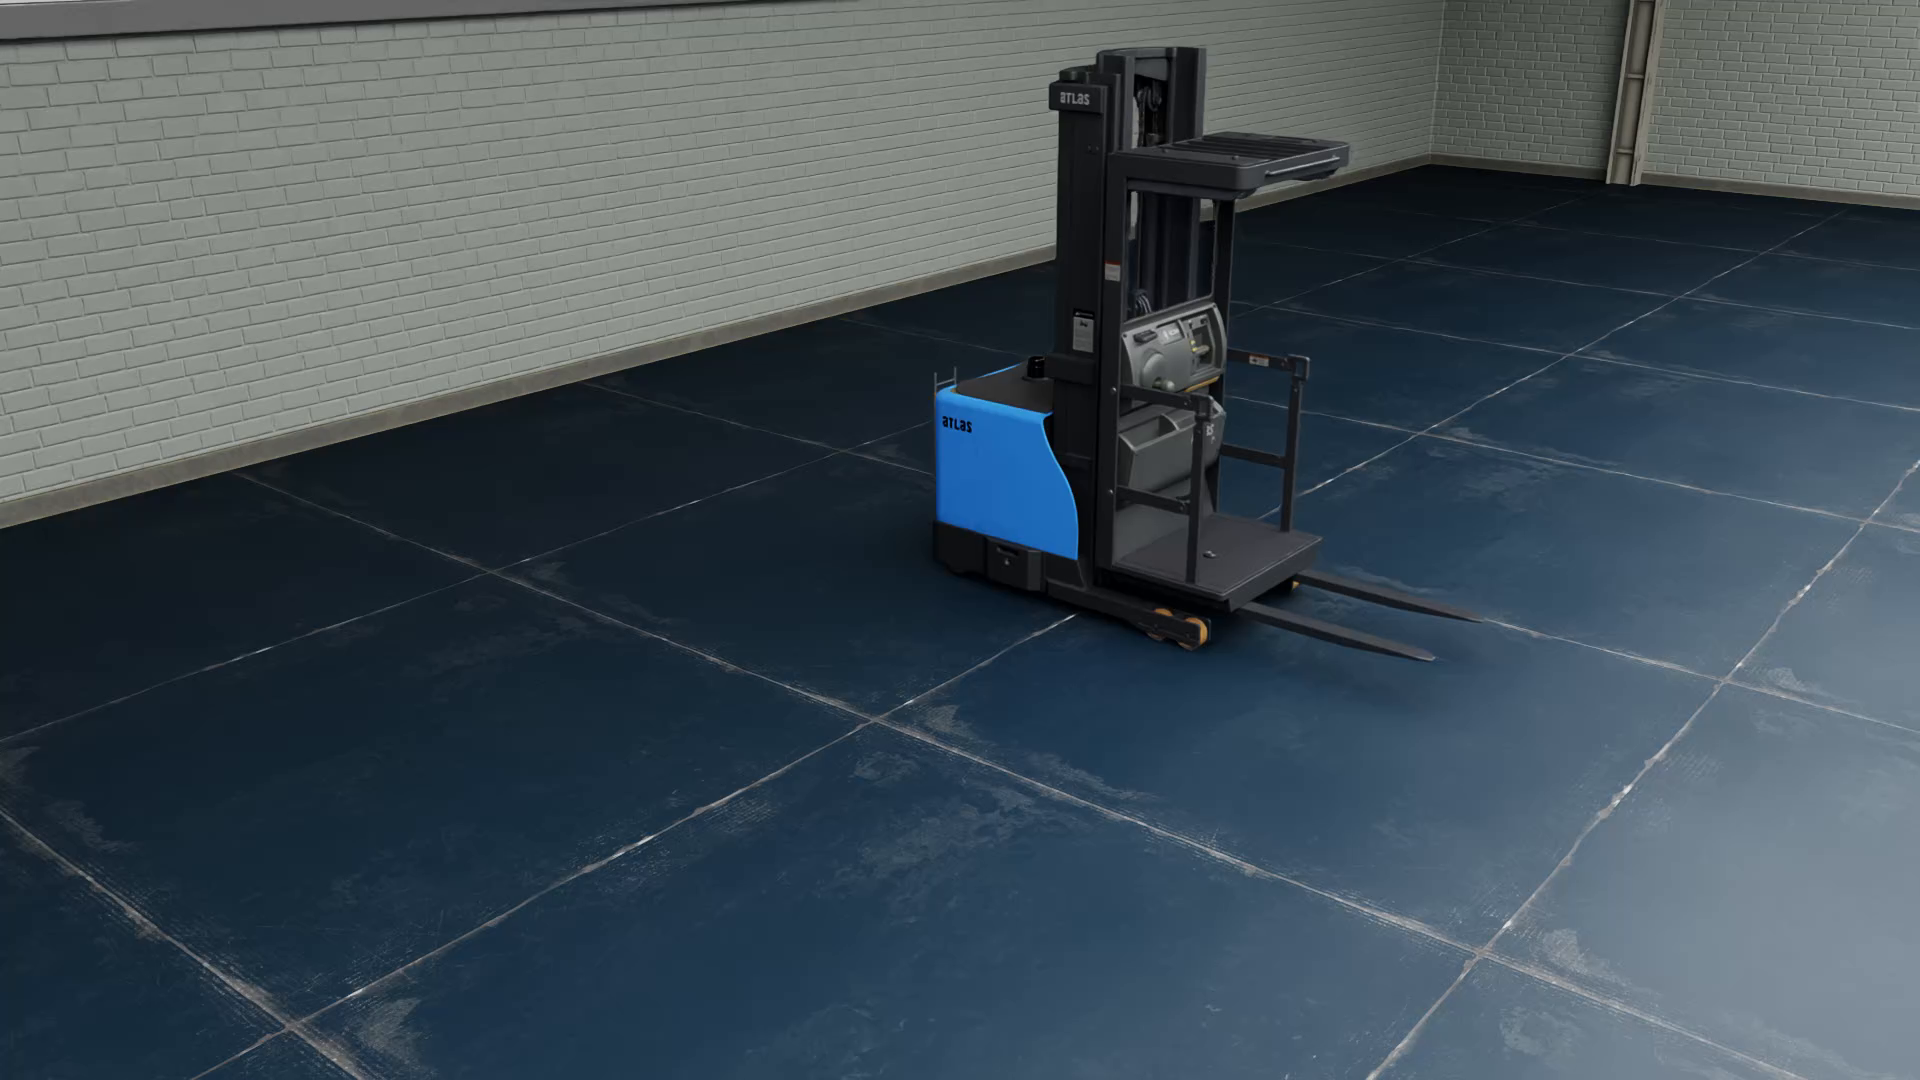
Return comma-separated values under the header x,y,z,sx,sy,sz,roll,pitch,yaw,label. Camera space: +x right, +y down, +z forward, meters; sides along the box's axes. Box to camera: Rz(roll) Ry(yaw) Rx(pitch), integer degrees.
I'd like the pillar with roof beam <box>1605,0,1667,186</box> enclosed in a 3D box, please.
x,y,z,sx,sy,sz,roll,pitch,yaw,label
6.678,-8.091,18.869,0.400,9.000,9.100,16,26,36,pillar with roof beam

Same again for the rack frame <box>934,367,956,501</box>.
x,y,z,sx,sy,sz,roll,pitch,yaw,label
-0.089,-0.517,10.051,0.008,1.050,0.200,16,26,36,rack frame

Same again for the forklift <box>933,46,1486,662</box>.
x,y,z,sx,sy,sz,roll,pitch,yaw,label
1.303,-1.011,8.695,3.031,2.935,1.130,16,26,36,forklift

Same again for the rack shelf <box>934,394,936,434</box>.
x,y,z,sx,sy,sz,roll,pitch,yaw,label
0.006,-0.745,9.883,0.240,0.259,0.215,16,26,36,rack shelf

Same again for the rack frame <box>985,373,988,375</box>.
x,y,z,sx,sy,sz,roll,pitch,yaw,label
0.100,-0.463,9.907,0.008,1.050,0.200,16,26,36,rack frame

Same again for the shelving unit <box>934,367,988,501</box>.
x,y,z,sx,sy,sz,roll,pitch,yaw,label
0.006,-0.490,9.979,0.252,1.050,0.215,16,26,36,shelving unit
